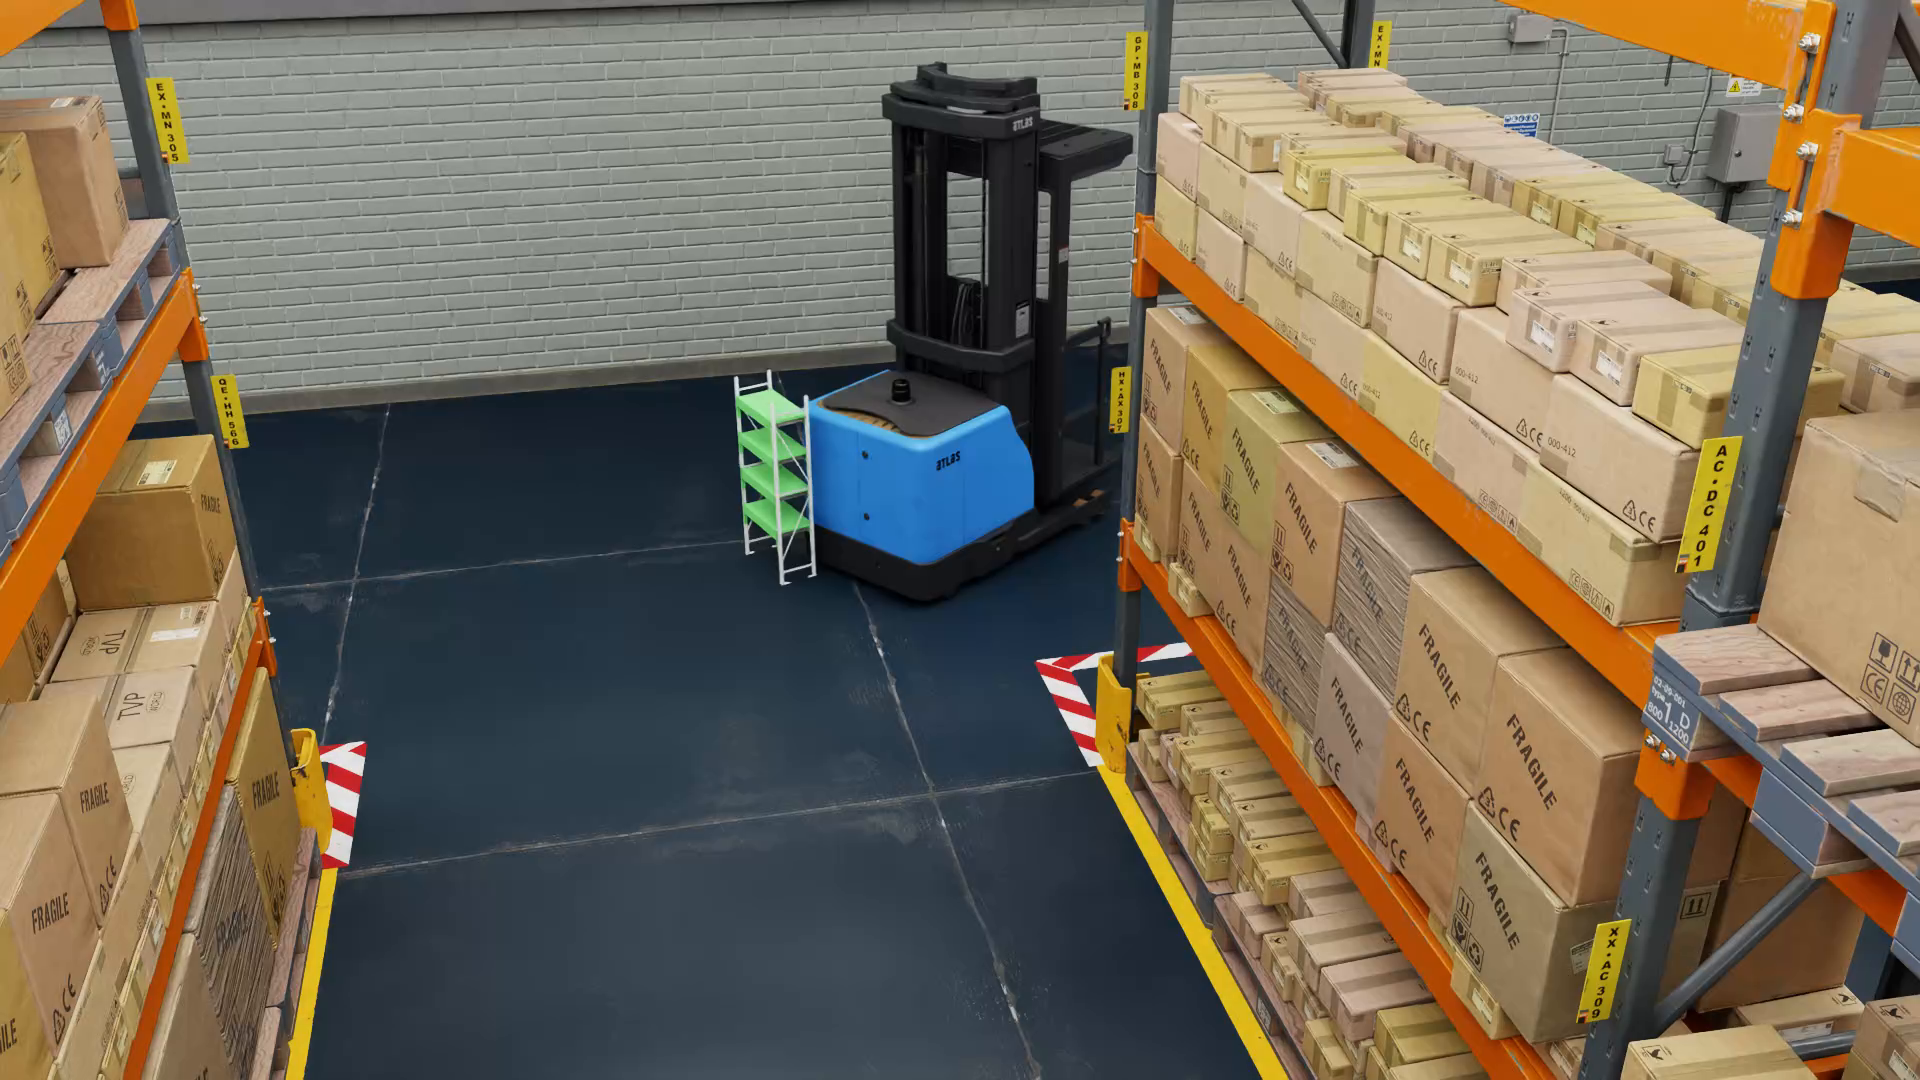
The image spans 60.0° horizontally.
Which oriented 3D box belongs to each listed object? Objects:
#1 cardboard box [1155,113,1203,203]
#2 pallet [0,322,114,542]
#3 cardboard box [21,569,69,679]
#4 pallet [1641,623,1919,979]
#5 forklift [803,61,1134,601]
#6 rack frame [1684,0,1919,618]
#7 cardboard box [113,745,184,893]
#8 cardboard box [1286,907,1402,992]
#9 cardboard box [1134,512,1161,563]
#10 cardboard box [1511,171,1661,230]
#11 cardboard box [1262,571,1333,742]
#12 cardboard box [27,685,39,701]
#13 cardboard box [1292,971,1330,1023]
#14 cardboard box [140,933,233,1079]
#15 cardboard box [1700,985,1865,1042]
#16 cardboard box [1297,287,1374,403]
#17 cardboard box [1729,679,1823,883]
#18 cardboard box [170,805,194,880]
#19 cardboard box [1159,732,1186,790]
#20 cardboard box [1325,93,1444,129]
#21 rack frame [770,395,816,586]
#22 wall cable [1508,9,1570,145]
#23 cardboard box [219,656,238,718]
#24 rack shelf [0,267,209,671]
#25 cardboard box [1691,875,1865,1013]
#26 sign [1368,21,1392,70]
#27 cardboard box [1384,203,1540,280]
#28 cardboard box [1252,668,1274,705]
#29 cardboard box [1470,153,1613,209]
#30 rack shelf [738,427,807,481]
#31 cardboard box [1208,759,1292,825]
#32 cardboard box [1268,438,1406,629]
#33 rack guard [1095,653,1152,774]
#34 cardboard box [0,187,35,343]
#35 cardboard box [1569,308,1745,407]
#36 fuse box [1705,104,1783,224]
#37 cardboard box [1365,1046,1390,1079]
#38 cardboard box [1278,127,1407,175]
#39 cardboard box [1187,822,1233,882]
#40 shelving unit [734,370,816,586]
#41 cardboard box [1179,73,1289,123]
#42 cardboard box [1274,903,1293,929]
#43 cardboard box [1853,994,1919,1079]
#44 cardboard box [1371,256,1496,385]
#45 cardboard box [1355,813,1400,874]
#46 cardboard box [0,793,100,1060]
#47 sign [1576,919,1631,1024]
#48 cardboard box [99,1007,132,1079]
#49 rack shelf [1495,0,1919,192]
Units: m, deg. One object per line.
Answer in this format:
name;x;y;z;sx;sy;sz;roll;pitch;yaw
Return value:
cardboard box;1.127;-1.592;6.857;0.500;0.250;0.500;-6;27;-11
pallet;-3.121;-0.299;4.783;1.003;0.211;1.213;-6;27;-12
cardboard box;-3.619;0.196;6.036;0.500;0.500;0.500;-7;28;-13
pallet;2.216;0.463;3.384;1.213;0.211;1.003;-6;27;-12
forklift;0.361;-1.539;10.547;1.130;2.935;3.031;21;33;35
rack frame;2.180;-1.242;3.224;1.000;3.000;0.127;-6;27;-12
cardboard box;-2.859;0.934;5.407;0.500;0.250;0.500;-6;27;-12
cardboard box;1.481;1.561;6.366;0.380;0.149;0.250;-7;28;-13
cardboard box;1.032;-0.032;7.764;0.380;0.149;0.250;-6;27;-12
cardboard box;2.029;-1.085;5.411;0.380;0.149;0.250;-7;28;-13
cardboard box;1.475;0.400;6.188;0.500;0.500;0.500;-7;28;-13
cardboard box;-3.498;0.760;5.751;0.500;0.250;0.500;-7;28;-13
cardboard box;1.533;1.808;6.537;0.380;0.149;0.250;-5;27;-11
cardboard box;-2.949;1.964;5.423;0.875;0.875;0.875;-6;27;-12
cardboard box;2.435;1.391;4.945;0.380;0.149;0.250;-5;27;-10
cardboard box;1.480;-0.685;5.615;0.500;0.250;0.500;-6;27;-12
cardboard box;2.316;0.590;4.702;0.500;0.500;0.500;-5;27;-10
cardboard box;-2.831;1.046;5.628;0.380;0.149;0.250;-5;27;-11
cardboard box;1.153;1.015;7.779;0.380;0.149;0.250;-6;27;-12
cardboard box;1.659;-1.646;6.523;0.380;0.149;0.250;-7;28;-13
rack frame;-0.998;-0.286;9.985;0.240;1.200;0.015;-16;31;-28
wall cable;4.785;-3.807;13.802;0.585;1.953;0.123;-6;27;-12
cardboard box;-3.059;0.599;6.512;0.380;0.149;0.250;-6;27;-11
rack shelf;-3.126;0.000;4.891;1.077;0.370;4.000;-6;27;-12
cardboard box;2.314;1.016;4.968;0.500;0.500;0.500;-6;27;-13
sign;1.824;-2.102;7.274;0.100;0.325;0.005;-6;27;-12
cardboard box;1.527;-0.912;5.068;0.380;0.149;0.250;-6;27;-12
cardboard box;1.396;0.532;6.647;0.380;0.149;0.250;-6;27;-13
cardboard box;1.965;-1.199;5.637;0.380;0.149;0.250;-7;28;-13
rack shelf;-1.128;-0.536;10.090;0.258;0.148;0.480;-16;31;-28
cardboard box;1.314;1.097;7.285;0.380;0.149;0.250;-7;28;-14
cardboard box;1.455;-0.045;5.959;0.500;0.500;0.500;-7;28;-13
rack guard;1.296;0.829;8.552;1.175;0.500;0.348;-6;27;-12
cardboard box;-3.234;-0.772;4.934;0.700;0.500;0.500;-8;28;-15
cardboard box;1.774;-0.462;4.176;0.380;0.149;0.250;-5;27;-10
fuse box;6.865;-2.914;14.624;0.539;1.711;0.414;-6;27;-12
cardboard box;1.688;1.929;5.967;0.380;0.149;0.250;-6;27;-11
cardboard box;1.375;-1.378;5.992;0.380;0.149;0.250;-5;27;-10
cardboard box;1.237;1.366;7.412;0.380;0.149;0.250;-6;27;-11
shelving unit;-1.128;-0.379;10.169;0.258;1.200;0.503;-16;31;-28
cardboard box;1.130;-1.828;6.883;0.380;0.149;0.250;-6;27;-12
cardboard box;1.501;1.458;6.899;0.380;0.149;0.250;-5;27;-9
cardboard box;2.461;1.252;4.094;0.380;0.149;0.250;-5;27;-9
cardboard box;1.601;-0.694;5.079;0.500;0.250;0.500;-5;27;-9
cardboard box;1.597;0.989;5.740;0.380;0.149;0.250;-7;28;-14
cardboard box;-2.637;1.042;4.361;0.500;0.500;0.500;-6;27;-12
sign;1.653;1.108;4.265;0.100;0.325;0.005;-6;27;-12
cardboard box;-2.598;1.498;4.732;0.380;0.149;0.250;-7;28;-13
rack shelf;1.730;-1.797;5.126;1.077;0.370;4.000;-6;27;-12
